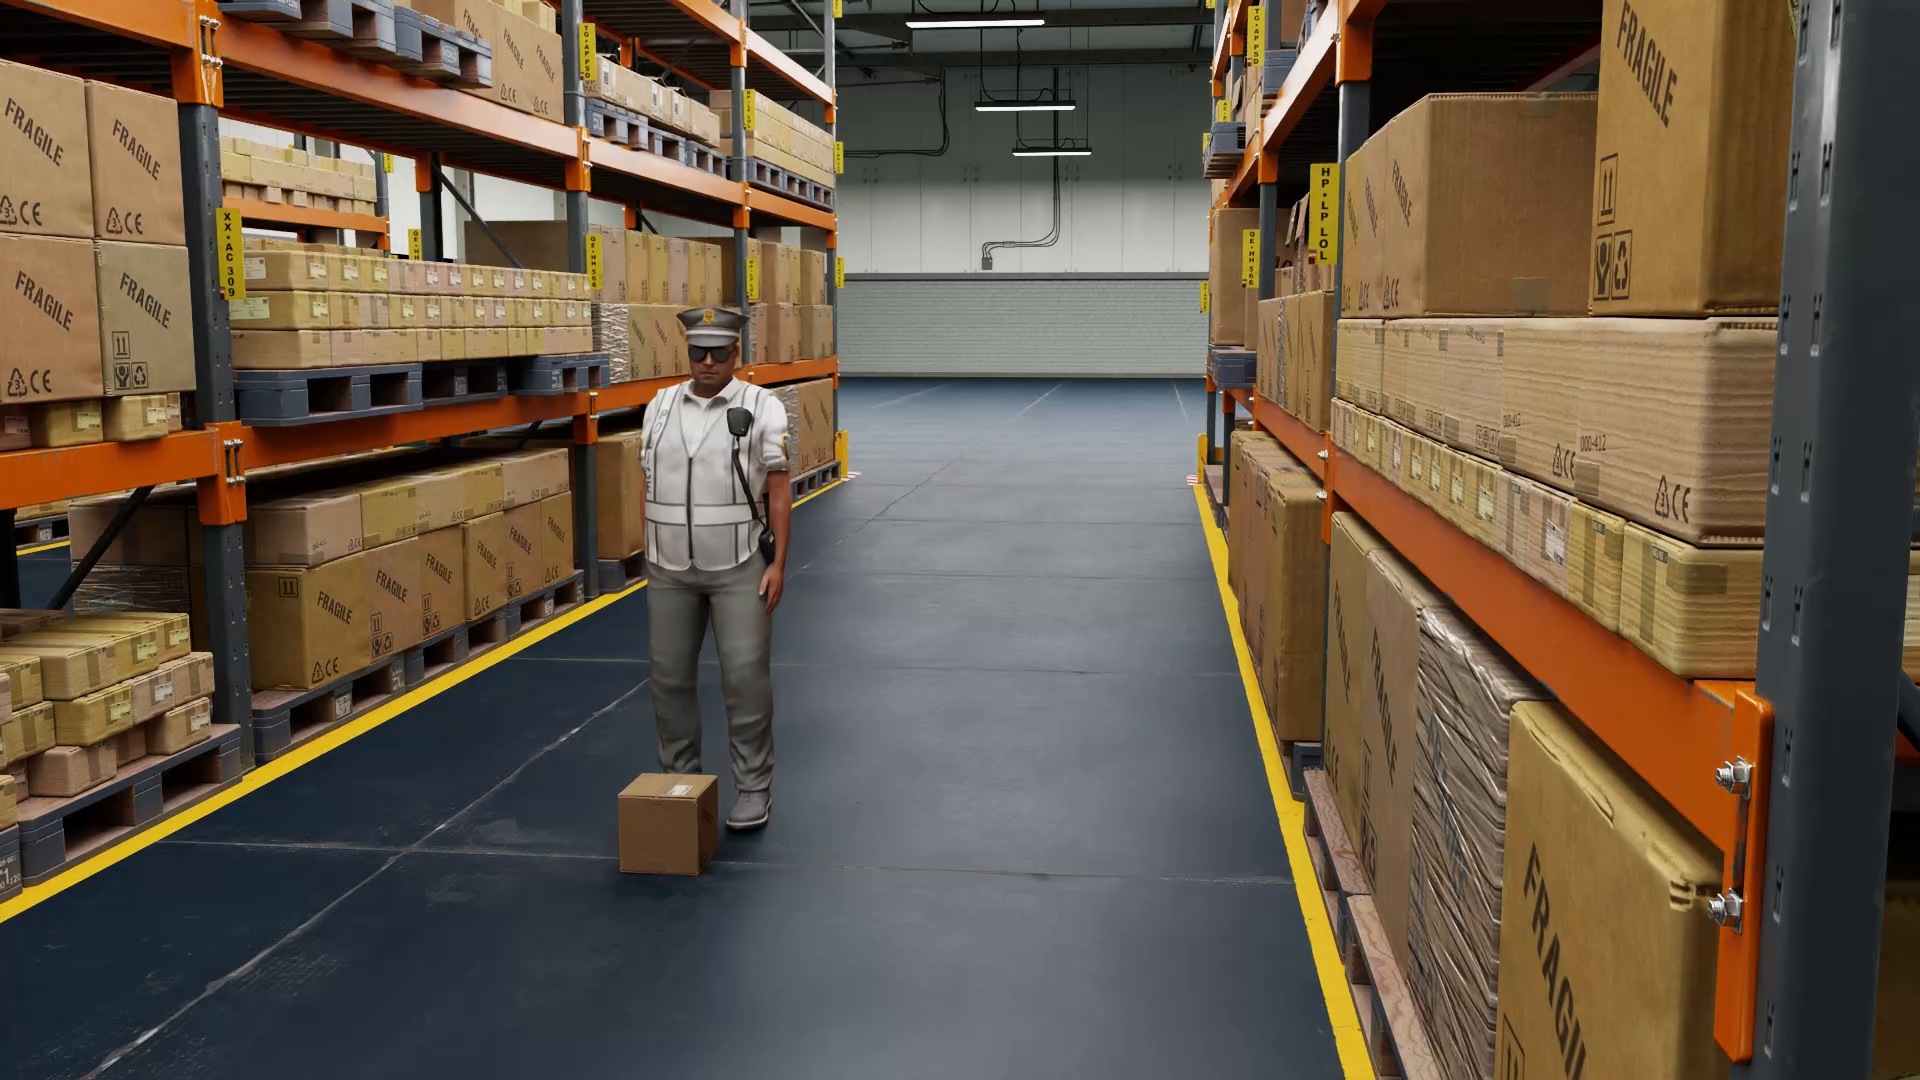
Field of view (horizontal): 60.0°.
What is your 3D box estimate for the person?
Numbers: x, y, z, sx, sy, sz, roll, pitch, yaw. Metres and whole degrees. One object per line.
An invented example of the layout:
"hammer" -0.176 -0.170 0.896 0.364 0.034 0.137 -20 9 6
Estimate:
"person" -0.831 0.094 5.617 0.528 1.749 0.393 1 8 7
